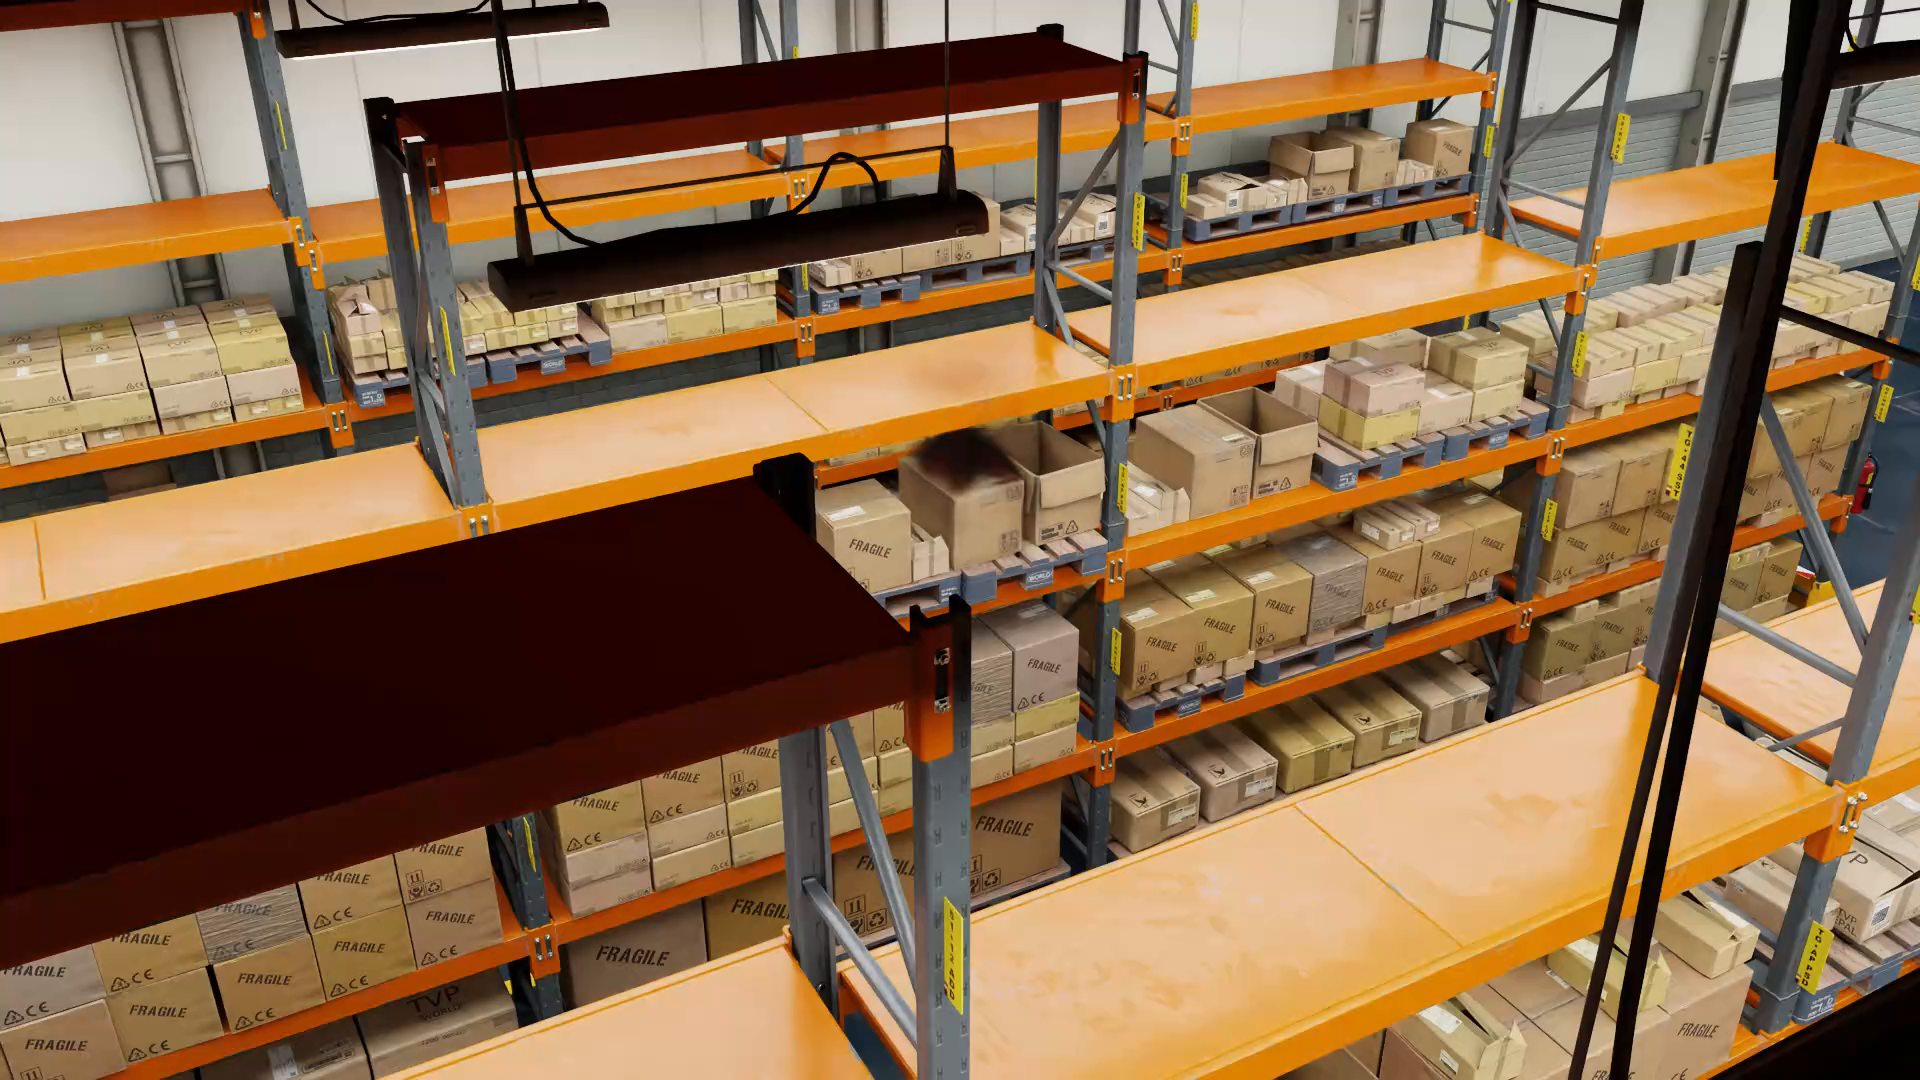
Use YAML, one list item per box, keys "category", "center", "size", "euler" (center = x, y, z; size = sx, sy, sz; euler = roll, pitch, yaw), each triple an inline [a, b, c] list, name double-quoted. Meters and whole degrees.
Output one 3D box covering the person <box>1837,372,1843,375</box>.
- category: "person"
  center: [8.907, -1.248, 17.393]
  size: [0.591, 1.790, 0.452]
  euler: [-19, 33, -31]
